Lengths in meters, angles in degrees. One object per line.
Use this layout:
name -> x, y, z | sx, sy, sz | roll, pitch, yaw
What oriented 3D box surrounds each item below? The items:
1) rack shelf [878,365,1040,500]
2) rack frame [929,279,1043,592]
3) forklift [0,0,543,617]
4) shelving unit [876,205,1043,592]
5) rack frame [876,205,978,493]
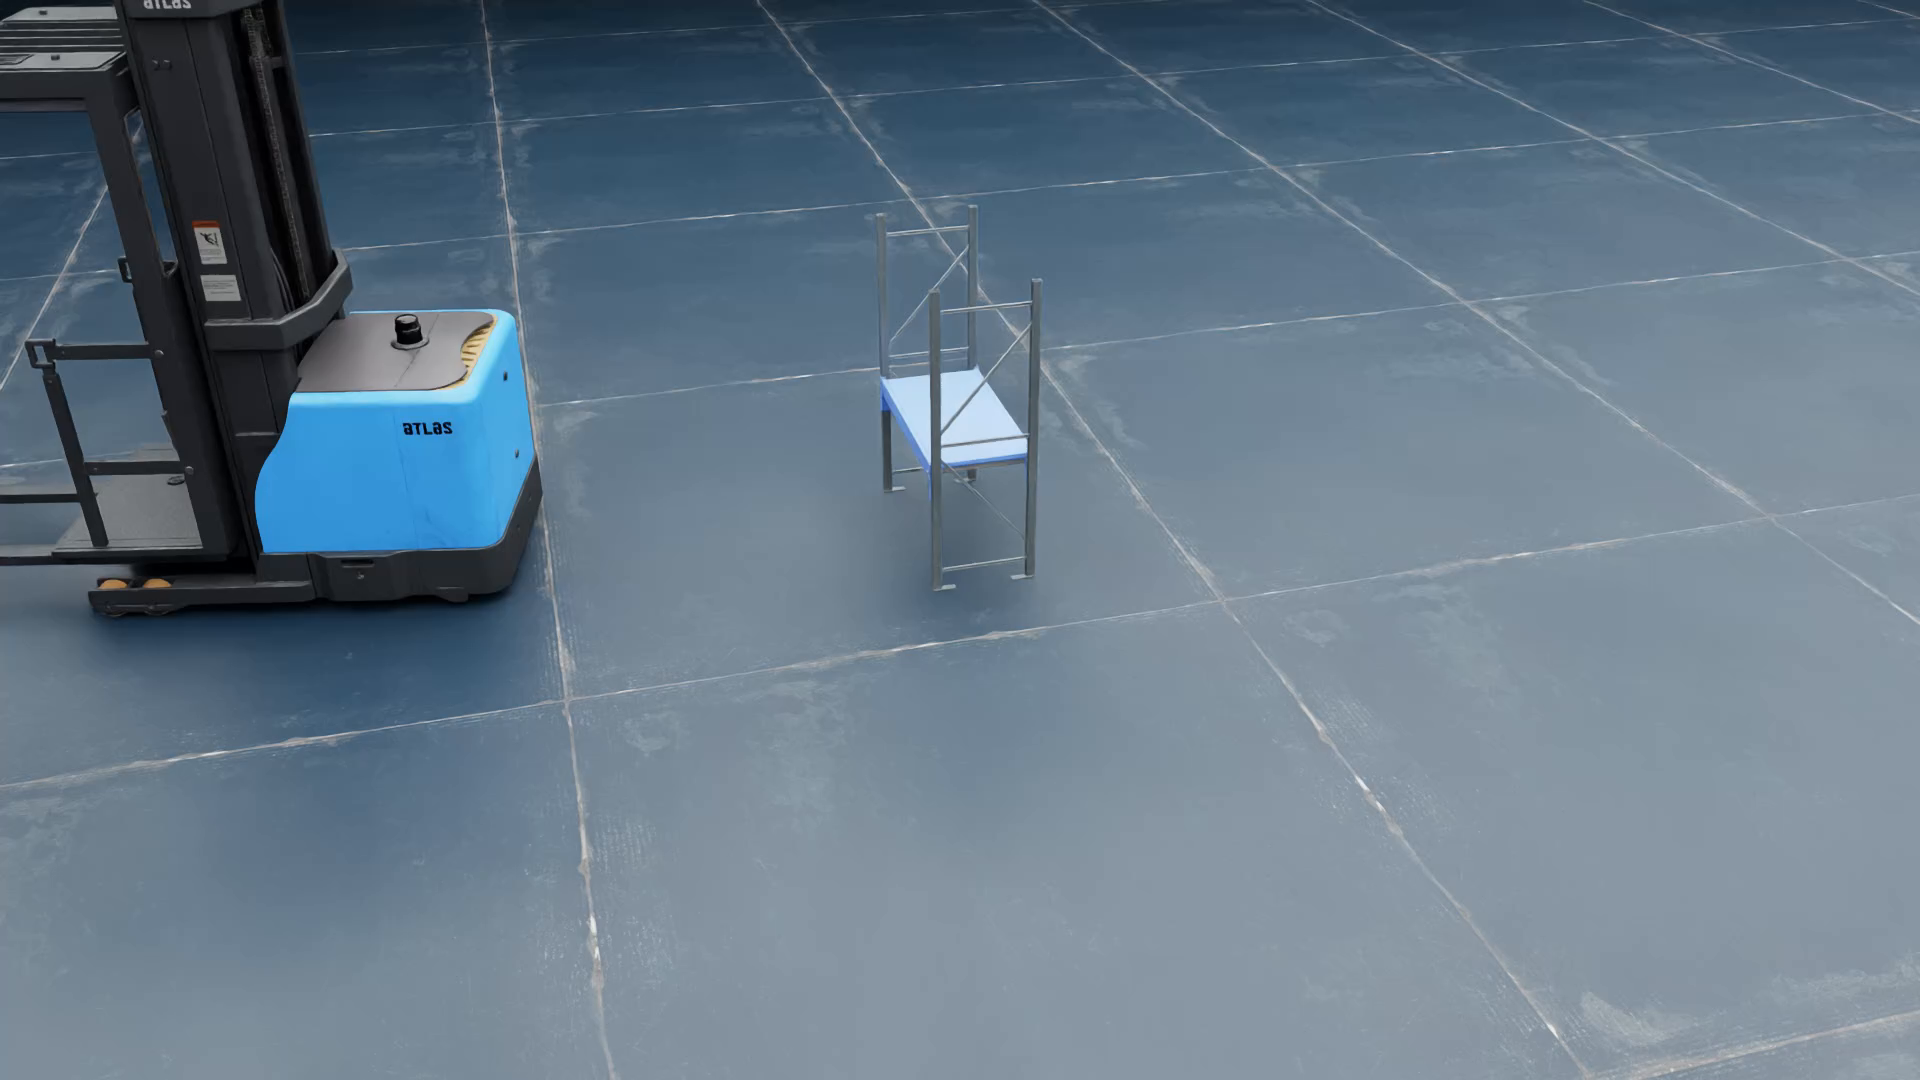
rack shelf -> -0.023, -0.535, 8.036 | 0.538, 0.185, 1.000 | -8, 31, -13
rack frame -> 0.112, -0.445, 7.521 | 0.500, 1.500, 0.032 | -8, 31, -13
forklift -> -3.627, -1.188, 7.377 | 3.031, 2.935, 1.130 | -1, 30, -2
shelving unit -> -0.023, -0.690, 7.945 | 0.538, 1.500, 1.048 | -8, 31, -13
rack frame -> -0.158, -0.936, 8.370 | 0.500, 1.500, 0.032 | -8, 31, -13
